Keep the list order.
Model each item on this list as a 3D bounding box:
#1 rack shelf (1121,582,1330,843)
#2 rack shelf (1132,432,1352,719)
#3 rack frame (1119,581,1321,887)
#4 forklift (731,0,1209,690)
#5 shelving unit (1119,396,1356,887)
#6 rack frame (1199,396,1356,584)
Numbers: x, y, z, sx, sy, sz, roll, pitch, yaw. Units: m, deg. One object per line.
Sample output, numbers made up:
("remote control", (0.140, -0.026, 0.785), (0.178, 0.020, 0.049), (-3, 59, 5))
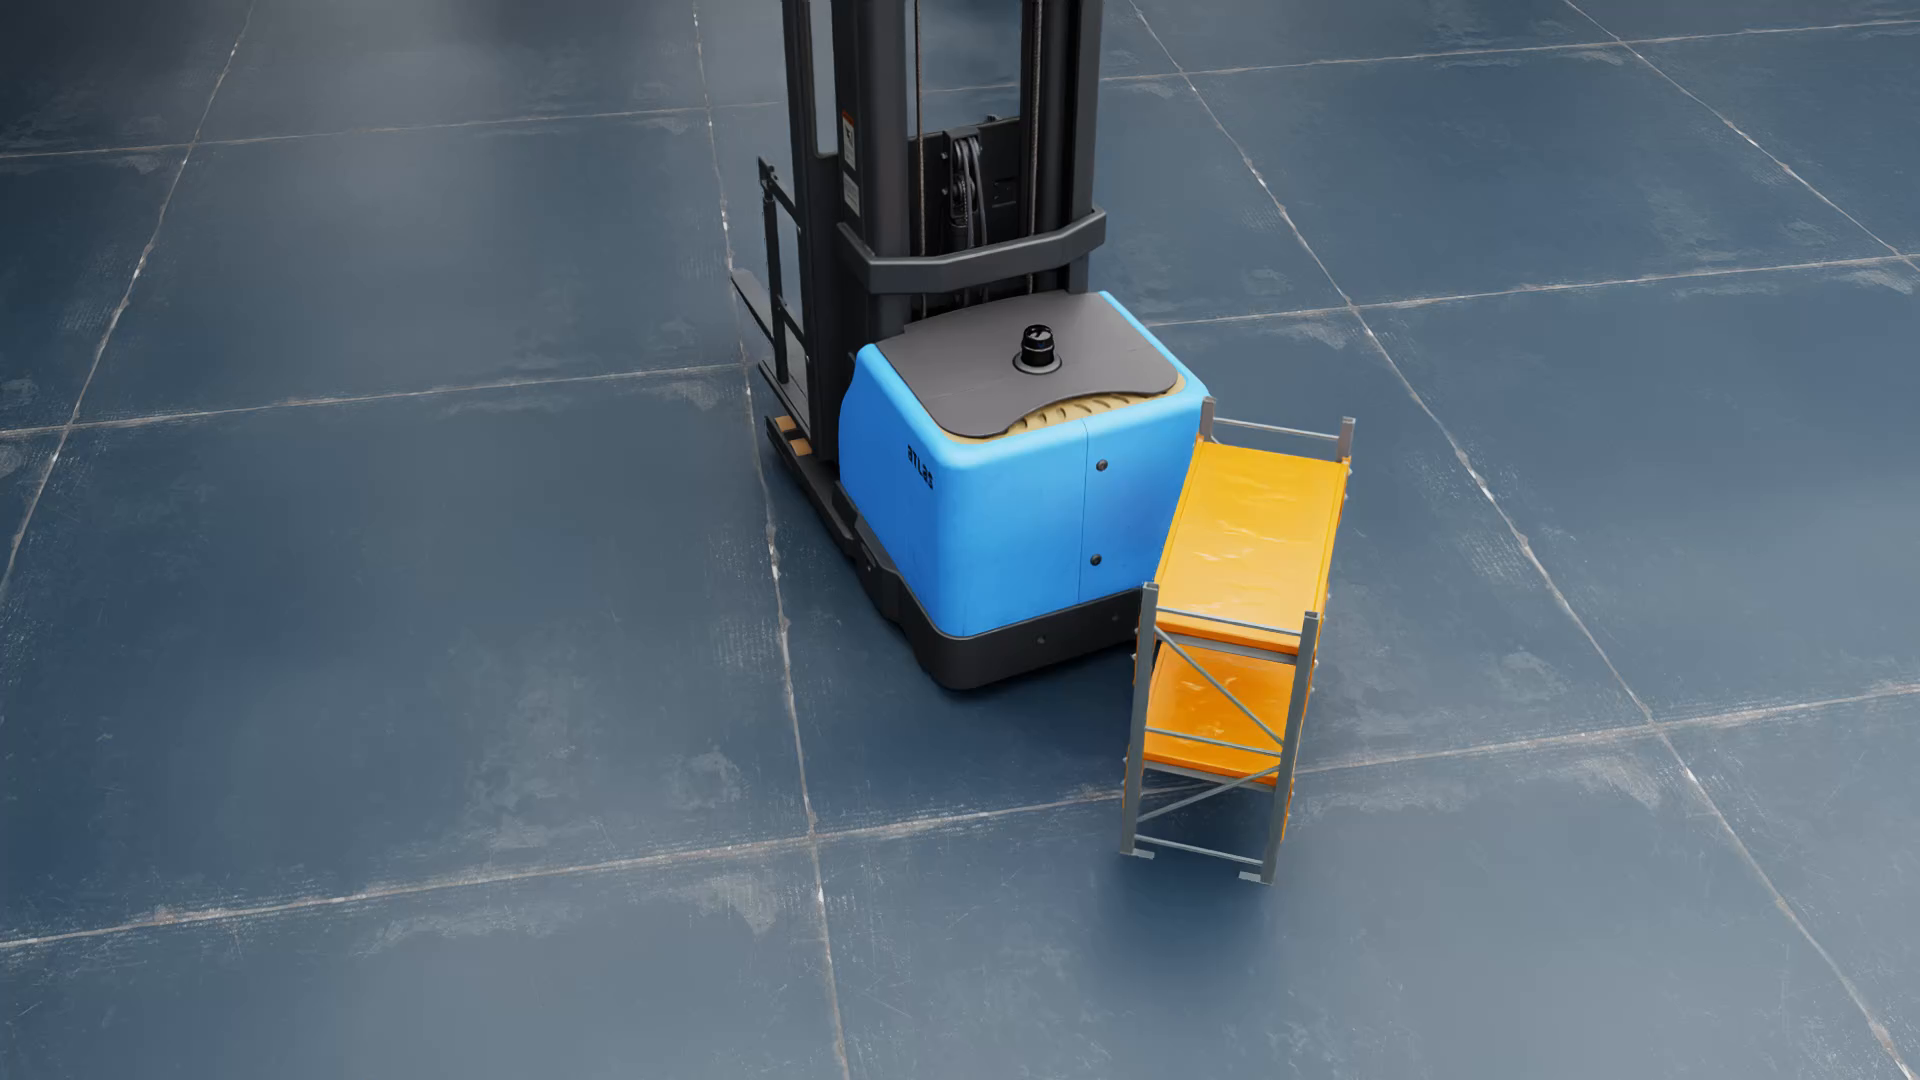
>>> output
("rack shelf", (0.906, 0.507, 5.579), (0.538, 0.278, 1.000), (10, 39, 13))
("rack shelf", (0.906, 0.083, 5.249), (0.538, 0.278, 1.000), (10, 39, 13))
("rack frame", (0.765, 0.614, 5.043), (0.500, 1.125, 0.032), (10, 39, 13))
("forklift", (-0.188, -1.523, 6.321), (1.130, 2.935, 3.031), (-15, 40, -19))
("shelving unit", (0.906, 0.314, 5.429), (0.538, 1.125, 1.048), (10, 39, 13))
("rack frame", (1.047, 0.014, 5.815), (0.500, 1.125, 0.032), (10, 39, 13))
